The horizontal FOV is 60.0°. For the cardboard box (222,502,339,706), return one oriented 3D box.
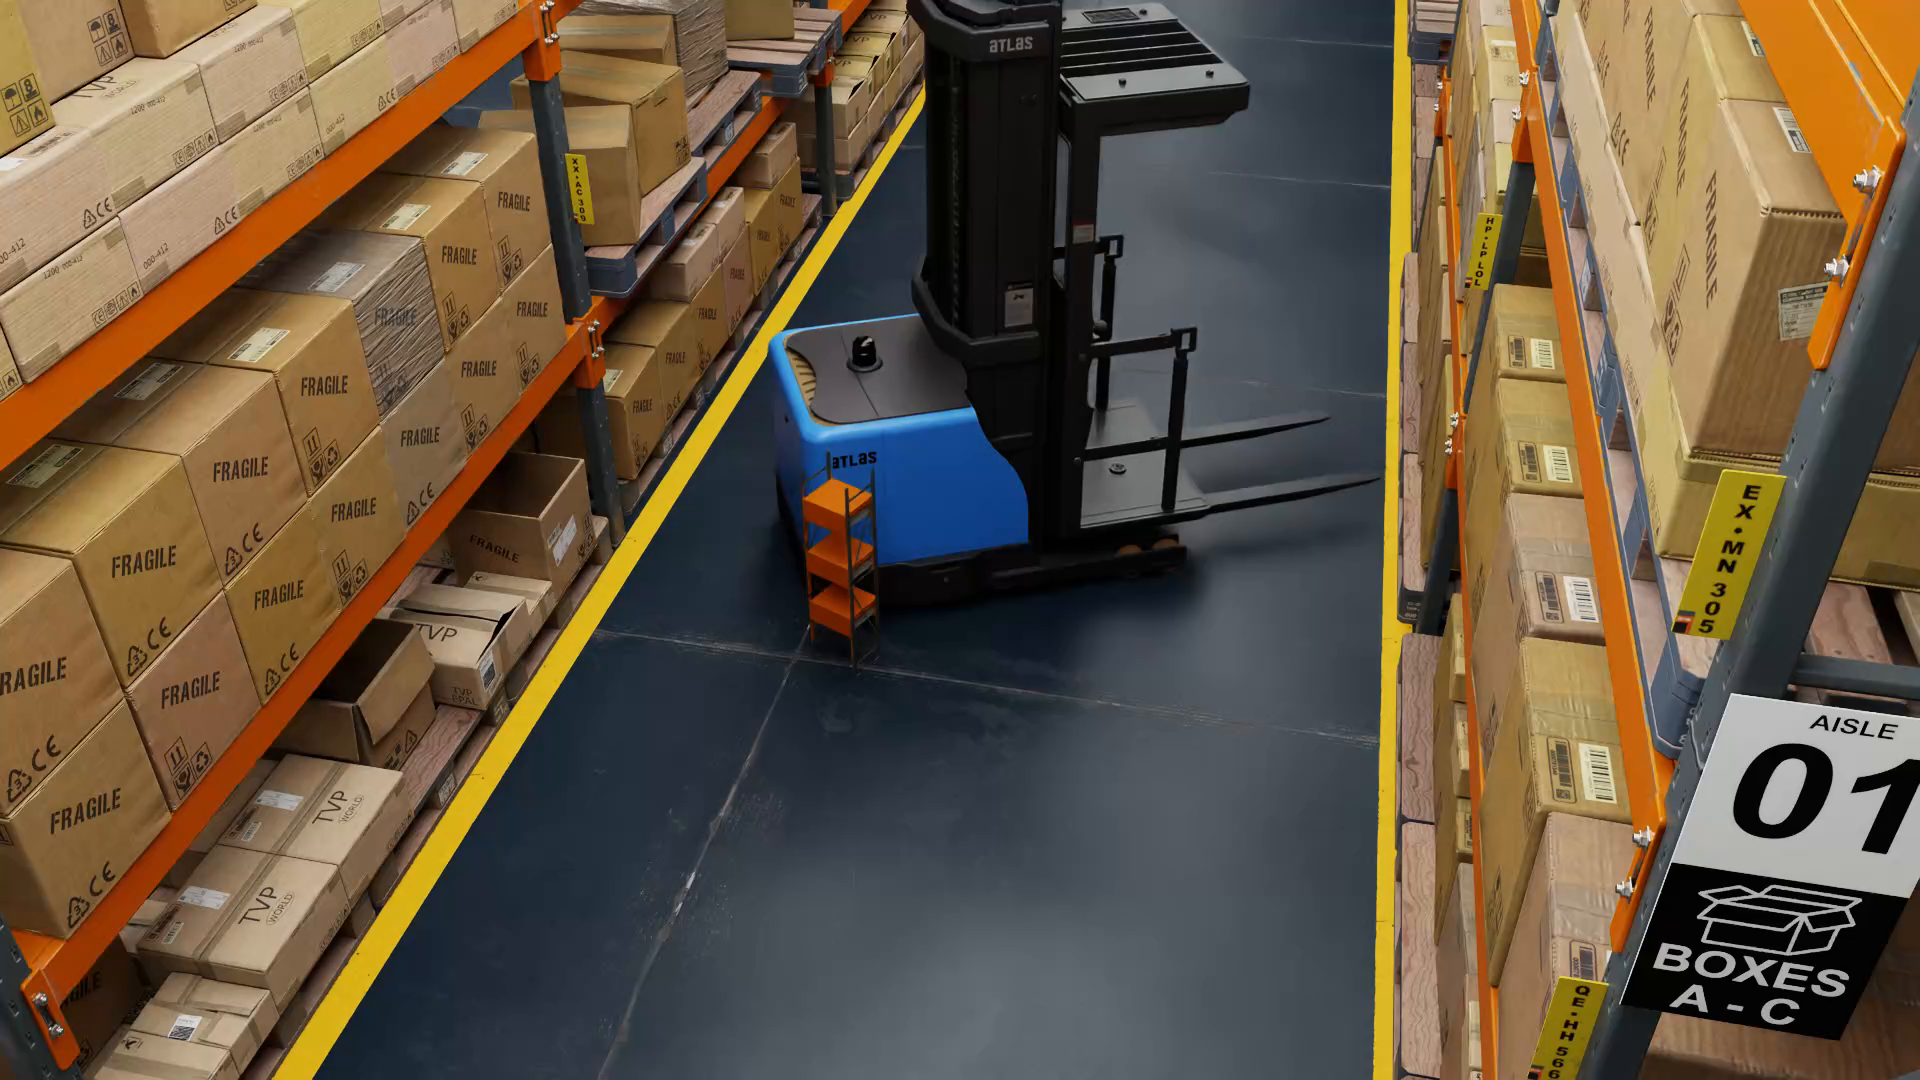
[{"bbox_3d":[-2.506,0.181,5.629,0.500,0.500,0.500,7,37,10],"label":"cardboard box"}]

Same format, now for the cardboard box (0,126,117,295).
[{"bbox_3d":[-2.596,-0.877,4.320,0.500,0.250,0.500,7,37,10],"label":"cardboard box"}]

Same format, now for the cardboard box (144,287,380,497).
[{"bbox_3d":[-2.398,-0.518,5.742,0.500,0.500,0.500,7,37,10],"label":"cardboard box"}]

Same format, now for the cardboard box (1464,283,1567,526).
[{"bbox_3d":[2.489,-0.460,6.344,0.980,0.700,0.700,8,37,11],"label":"cardboard box"}]

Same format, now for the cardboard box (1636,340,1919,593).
[{"bbox_3d":[1.664,-0.172,3.330,0.500,0.250,0.500,8,37,11],"label":"cardboard box"}]

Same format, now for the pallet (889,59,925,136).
[{"bbox_3d":[-0.888,-3.595,13.300,1.003,0.211,1.213,7,37,10],"label":"pallet"}]

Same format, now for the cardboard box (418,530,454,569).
[{"bbox_3d":[-2.520,-0.142,8.077,0.500,0.311,0.500,7,37,10],"label":"cardboard box"}]

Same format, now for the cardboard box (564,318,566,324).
[{"bbox_3d":[-2.280,-1.034,9.146,0.500,0.500,0.500,7,37,10],"label":"cardboard box"}]

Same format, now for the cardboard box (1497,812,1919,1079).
[{"bbox_3d":[1.866,1.230,4.011,0.980,0.700,0.700,9,37,12],"label":"cardboard box"}]

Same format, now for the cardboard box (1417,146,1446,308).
[{"bbox_3d":[3.190,-1.835,9.970,0.750,0.750,0.750,7,36,9],"label":"cardboard box"}]

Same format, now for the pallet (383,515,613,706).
[{"bbox_3d":[-2.367,0.256,7.987,1.003,0.211,1.213,7,37,10],"label":"pallet"}]

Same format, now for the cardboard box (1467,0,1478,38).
[{"bbox_3d":[3.013,-2.877,8.939,0.500,0.250,0.500,7,36,9],"label":"cardboard box"}]

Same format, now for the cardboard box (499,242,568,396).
[{"bbox_3d":[-2.075,-0.988,7.242,0.500,0.500,0.500,8,37,11],"label":"cardboard box"}]

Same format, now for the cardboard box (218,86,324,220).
[{"bbox_3d":[-2.390,-1.249,5.259,0.500,0.250,0.500,7,37,10],"label":"cardboard box"}]

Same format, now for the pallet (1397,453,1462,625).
[{"bbox_3d":[2.712,0.030,8.300,1.003,0.211,1.213,7,37,10],"label":"pallet"}]

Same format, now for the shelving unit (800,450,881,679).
[{"bbox_3d":[-0.529,0.123,7.456,0.252,1.050,0.215,22,41,28],"label":"shelving unit"}]

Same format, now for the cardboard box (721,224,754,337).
[{"bbox_3d":[-1.552,-1.562,9.874,0.500,0.500,0.500,6,36,8],"label":"cardboard box"}]

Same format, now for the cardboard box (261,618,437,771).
[{"bbox_3d":[-2.615,0.644,6.828,0.797,0.503,0.637,7,37,10],"label":"cardboard box"}]

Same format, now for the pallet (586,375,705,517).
[{"bbox_3d":[-2.082,-0.608,9.180,1.003,0.211,1.213,7,37,10],"label":"pallet"}]

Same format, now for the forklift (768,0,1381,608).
[{"bbox_3d":[0.630,-1.287,7.798,3.031,2.935,1.130,-9,37,-12],"label":"forklift"}]

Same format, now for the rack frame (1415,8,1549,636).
[{"bbox_3d":[2.621,-0.648,6.858,1.000,3.000,0.127,7,37,10],"label":"rack frame"}]

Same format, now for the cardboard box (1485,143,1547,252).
[{"bbox_3d":[2.471,-1.420,6.929,0.500,0.250,0.500,8,37,11],"label":"cardboard box"}]

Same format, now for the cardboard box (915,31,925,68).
[{"bbox_3d":[-0.534,-4.052,13.541,0.500,0.250,0.500,8,37,11],"label":"cardboard box"}]

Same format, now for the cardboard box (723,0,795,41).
[{"bbox_3d":[-1.389,-3.395,10.205,0.700,0.500,0.500,-4,36,-6],"label":"cardboard box"}]

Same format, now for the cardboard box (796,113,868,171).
[{"bbox_3d":[-0.966,-2.880,11.923,0.500,0.250,0.500,7,37,10],"label":"cardboard box"}]

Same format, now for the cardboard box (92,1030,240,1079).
[{"bbox_3d":[-2.648,1.806,5.527,0.380,0.149,0.250,7,37,10],"label":"cardboard box"}]

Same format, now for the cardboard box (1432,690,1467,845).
[{"bbox_3d":[2.251,0.898,6.497,0.700,0.500,0.500,7,37,9],"label":"cardboard box"}]

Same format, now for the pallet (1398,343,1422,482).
[{"bbox_3d":[2.971,-0.672,9.267,1.003,0.211,1.213,7,37,10],"label":"pallet"}]

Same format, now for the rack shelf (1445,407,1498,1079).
[{"bbox_3d":[2.194,0.790,5.487,1.077,0.370,4.000,7,37,10],"label":"rack shelf"}]

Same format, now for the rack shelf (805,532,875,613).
[{"bbox_3d":[-0.529,0.132,7.462,0.240,0.259,0.215,22,41,28],"label":"rack shelf"}]

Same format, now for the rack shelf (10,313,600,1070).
[{"bbox_3d":[-2.646,0.171,6.341,1.077,0.370,4.000,7,37,10],"label":"rack shelf"}]

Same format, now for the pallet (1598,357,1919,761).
[{"bbox_3d":[1.915,0.040,3.428,1.003,0.211,1.213,7,37,10],"label":"pallet"}]

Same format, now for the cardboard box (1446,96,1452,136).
[{"bbox_3d":[2.977,-2.402,9.476,0.380,0.149,0.250,8,37,11],"label":"cardboard box"}]

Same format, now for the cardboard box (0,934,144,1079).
[{"bbox_3d":[-3.198,1.518,5.625,0.500,0.500,0.500,7,37,10],"label":"cardboard box"}]

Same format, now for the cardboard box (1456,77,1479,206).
[{"bbox_3d":[2.790,-1.981,8.341,0.500,0.500,0.500,8,37,11],"label":"cardboard box"}]

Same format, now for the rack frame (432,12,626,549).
[{"bbox_3d":[-2.219,-1.267,7.712,1.000,3.000,0.127,7,37,10],"label":"rack frame"}]

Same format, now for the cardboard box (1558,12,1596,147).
[{"bbox_3d":[2.093,-1.359,4.967,0.500,0.250,0.500,7,36,9],"label":"cardboard box"}]

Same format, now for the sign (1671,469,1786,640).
[{"bbox_3d":[1.240,0.028,2.682,0.100,0.325,0.005,7,37,10],"label":"sign"}]

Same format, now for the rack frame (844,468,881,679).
[{"bbox_3d":[-0.429,0.164,7.399,0.008,1.050,0.200,22,41,28],"label":"rack frame"}]

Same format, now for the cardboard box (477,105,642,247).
[{"bbox_3d":[-1.899,-1.721,7.895,0.700,0.500,0.500,-4,36,-6],"label":"cardboard box"}]

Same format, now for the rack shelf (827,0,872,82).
[{"bbox_3d":[-0.938,-4.415,12.669,1.077,0.370,4.000,7,37,10],"label":"rack shelf"}]

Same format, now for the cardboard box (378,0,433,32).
[{"bbox_3d":[-2.168,-2.024,5.902,0.500,0.250,0.500,7,37,10],"label":"cardboard box"}]

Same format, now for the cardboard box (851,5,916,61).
[{"bbox_3d":[-0.642,-3.996,12.985,0.500,0.311,0.500,7,36,9],"label":"cardboard box"}]

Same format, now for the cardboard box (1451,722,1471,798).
[{"bbox_3d":[1.998,0.820,6.052,0.380,0.149,0.250,6,36,9],"label":"cardboard box"}]

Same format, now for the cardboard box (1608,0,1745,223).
[{"bbox_3d":[1.877,-1.062,3.919,0.500,0.500,0.500,6,36,8],"label":"cardboard box"}]

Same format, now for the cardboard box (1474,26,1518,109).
[{"bbox_3d":[2.807,-2.297,8.138,0.500,0.250,0.500,7,36,9],"label":"cardboard box"}]
